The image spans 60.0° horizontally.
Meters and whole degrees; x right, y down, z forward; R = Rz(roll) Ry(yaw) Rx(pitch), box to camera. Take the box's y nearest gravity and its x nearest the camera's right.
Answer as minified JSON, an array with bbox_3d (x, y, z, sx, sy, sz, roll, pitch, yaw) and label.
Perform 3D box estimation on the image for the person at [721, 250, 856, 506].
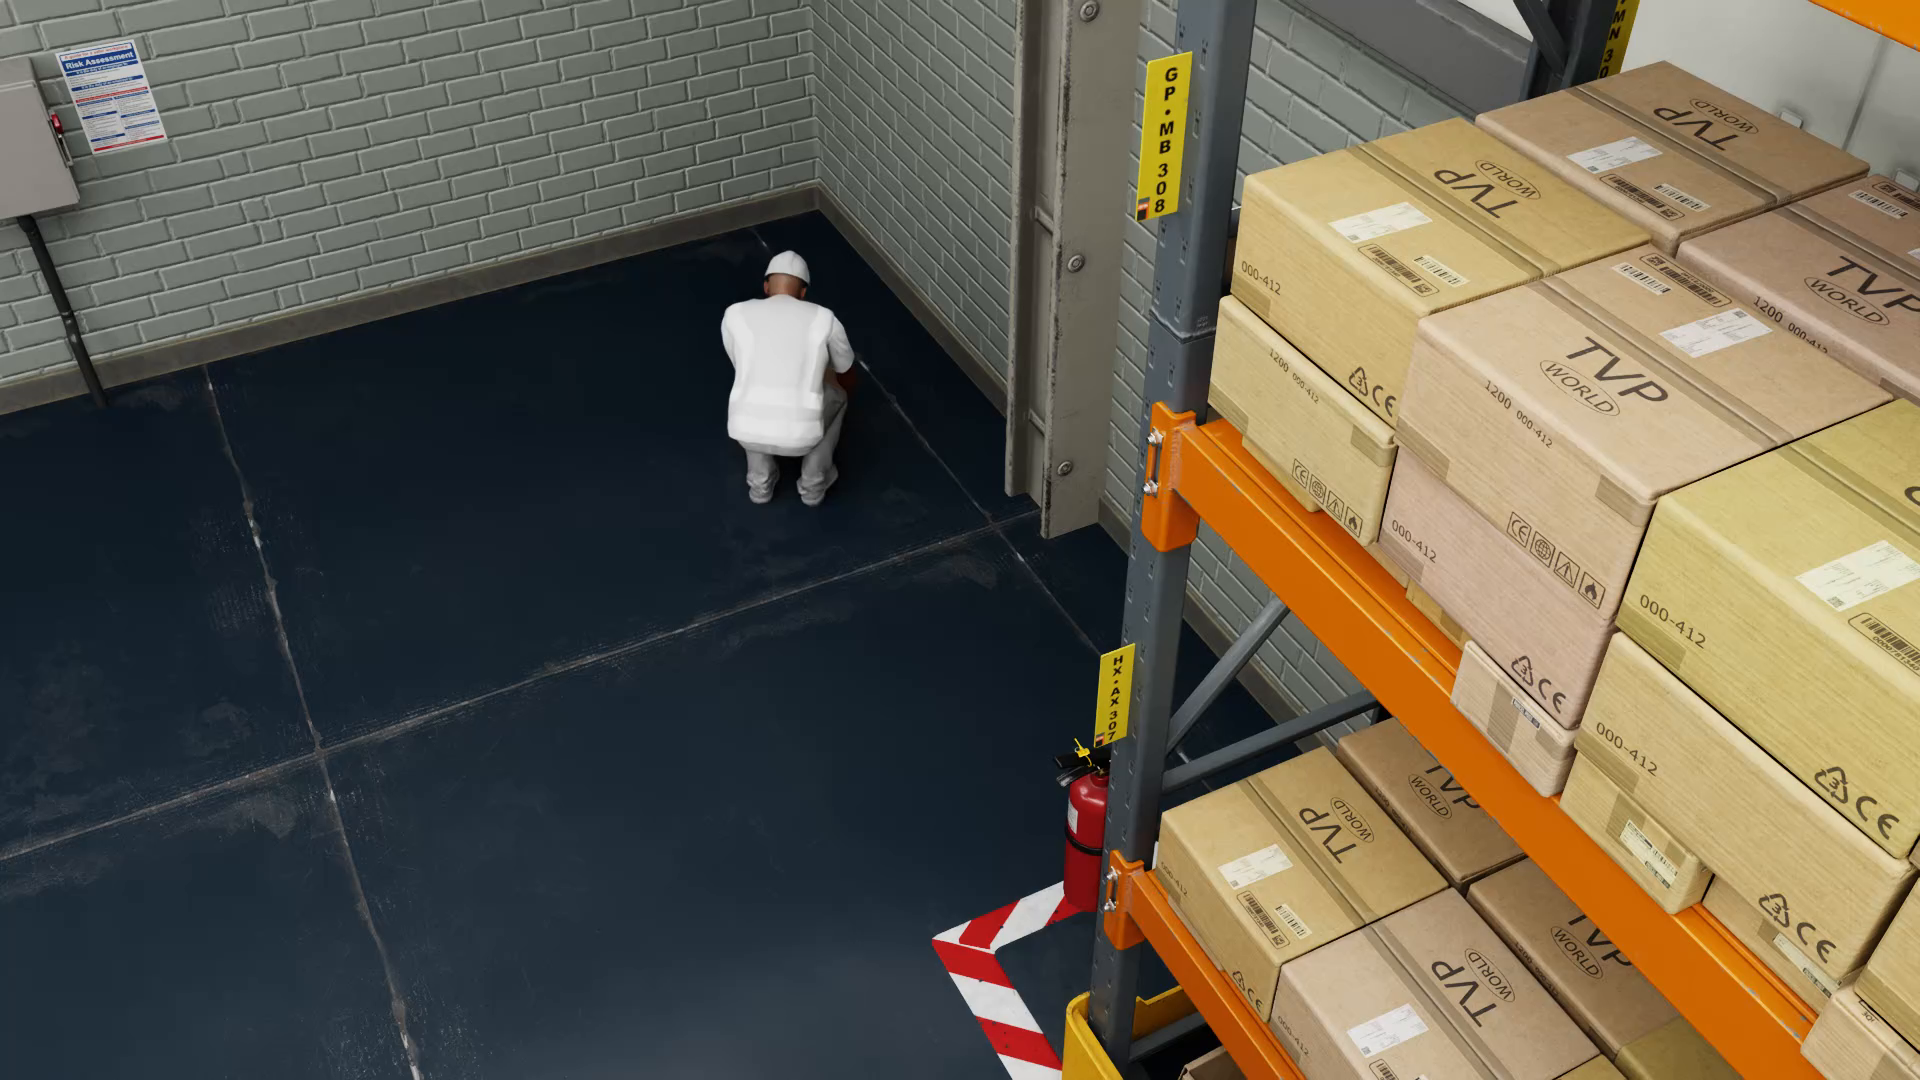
[{"bbox_3d":[-0.798,-0.705,7.524,0.574,1.019,0.909,7,42,8],"label":"person"}]
